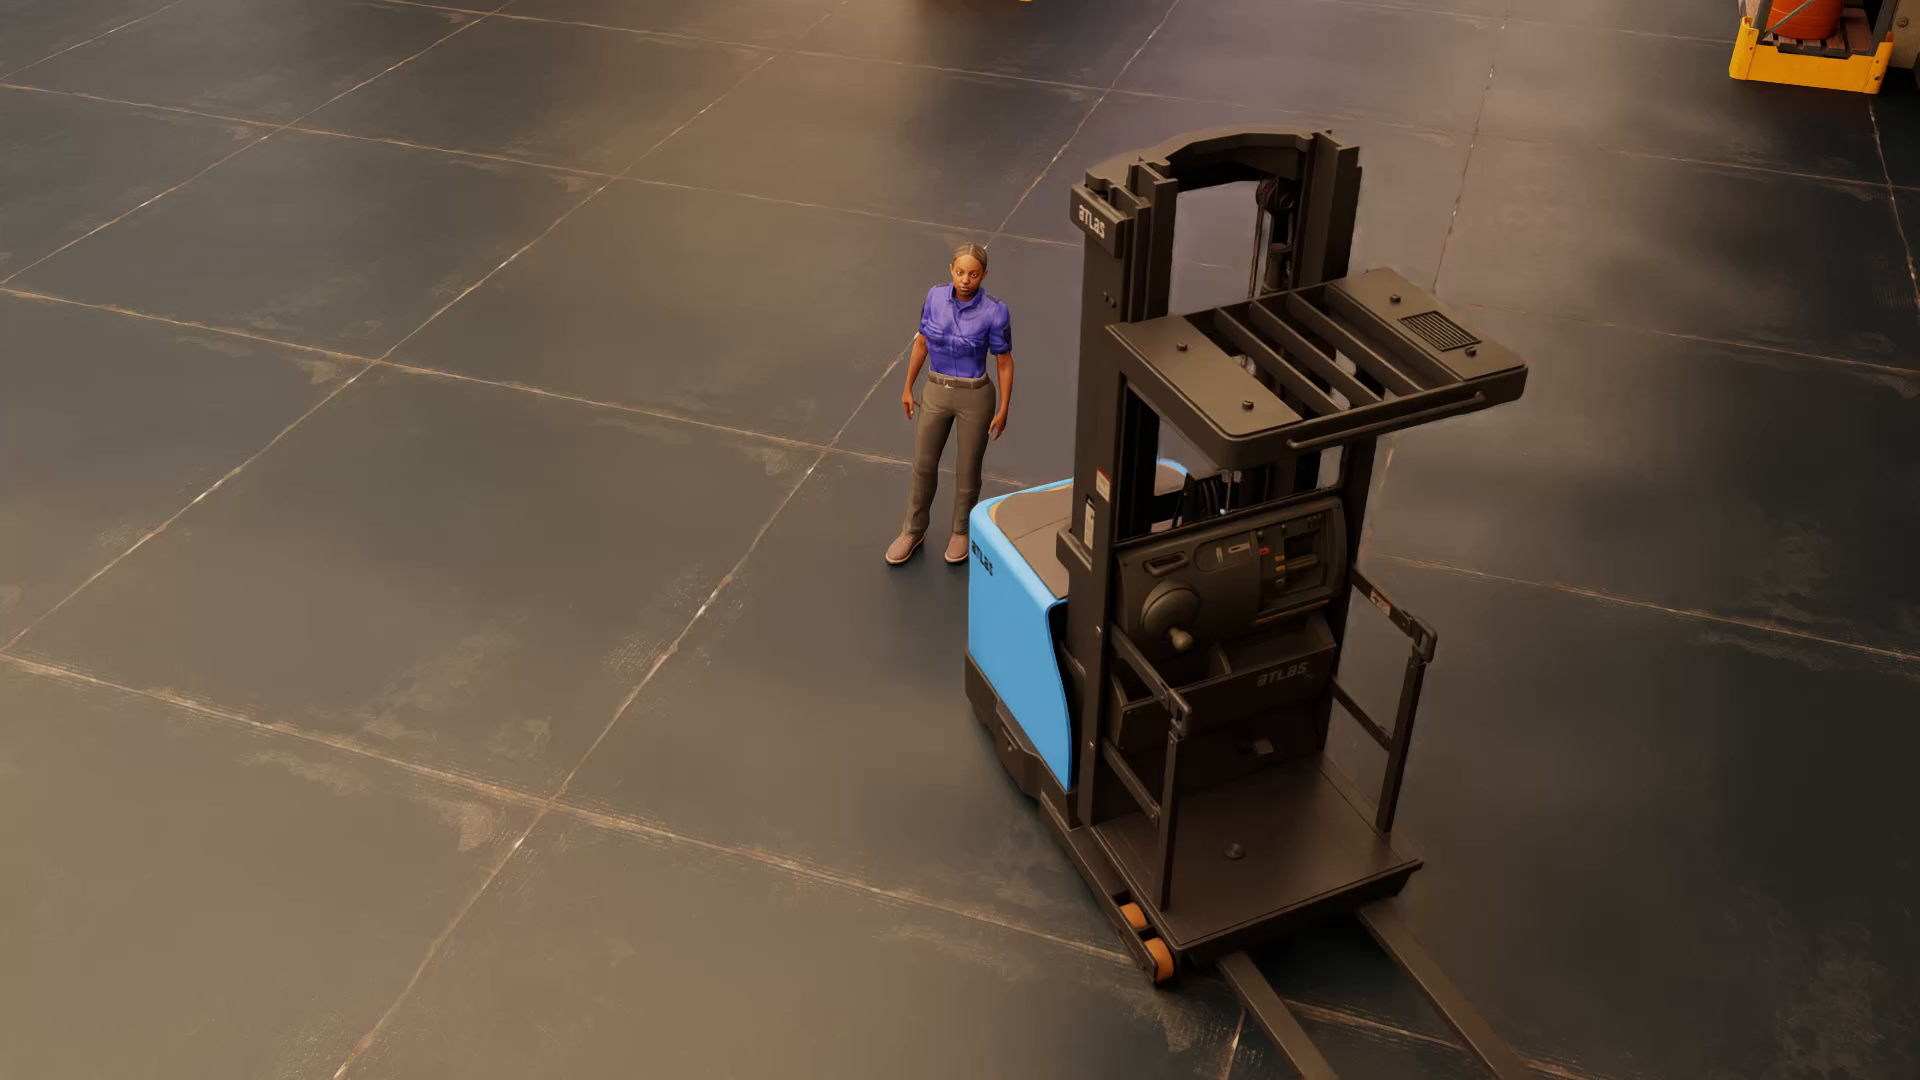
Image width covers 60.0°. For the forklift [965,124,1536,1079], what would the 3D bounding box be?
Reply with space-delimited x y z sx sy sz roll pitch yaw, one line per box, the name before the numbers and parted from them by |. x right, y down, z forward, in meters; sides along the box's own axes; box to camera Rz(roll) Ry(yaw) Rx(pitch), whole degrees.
forklift | 1.081 0.189 5.844 1.130 2.935 3.031 -14 38 -19

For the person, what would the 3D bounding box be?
person | -0.048 -0.637 8.100 0.569 1.656 0.503 12 37 16
